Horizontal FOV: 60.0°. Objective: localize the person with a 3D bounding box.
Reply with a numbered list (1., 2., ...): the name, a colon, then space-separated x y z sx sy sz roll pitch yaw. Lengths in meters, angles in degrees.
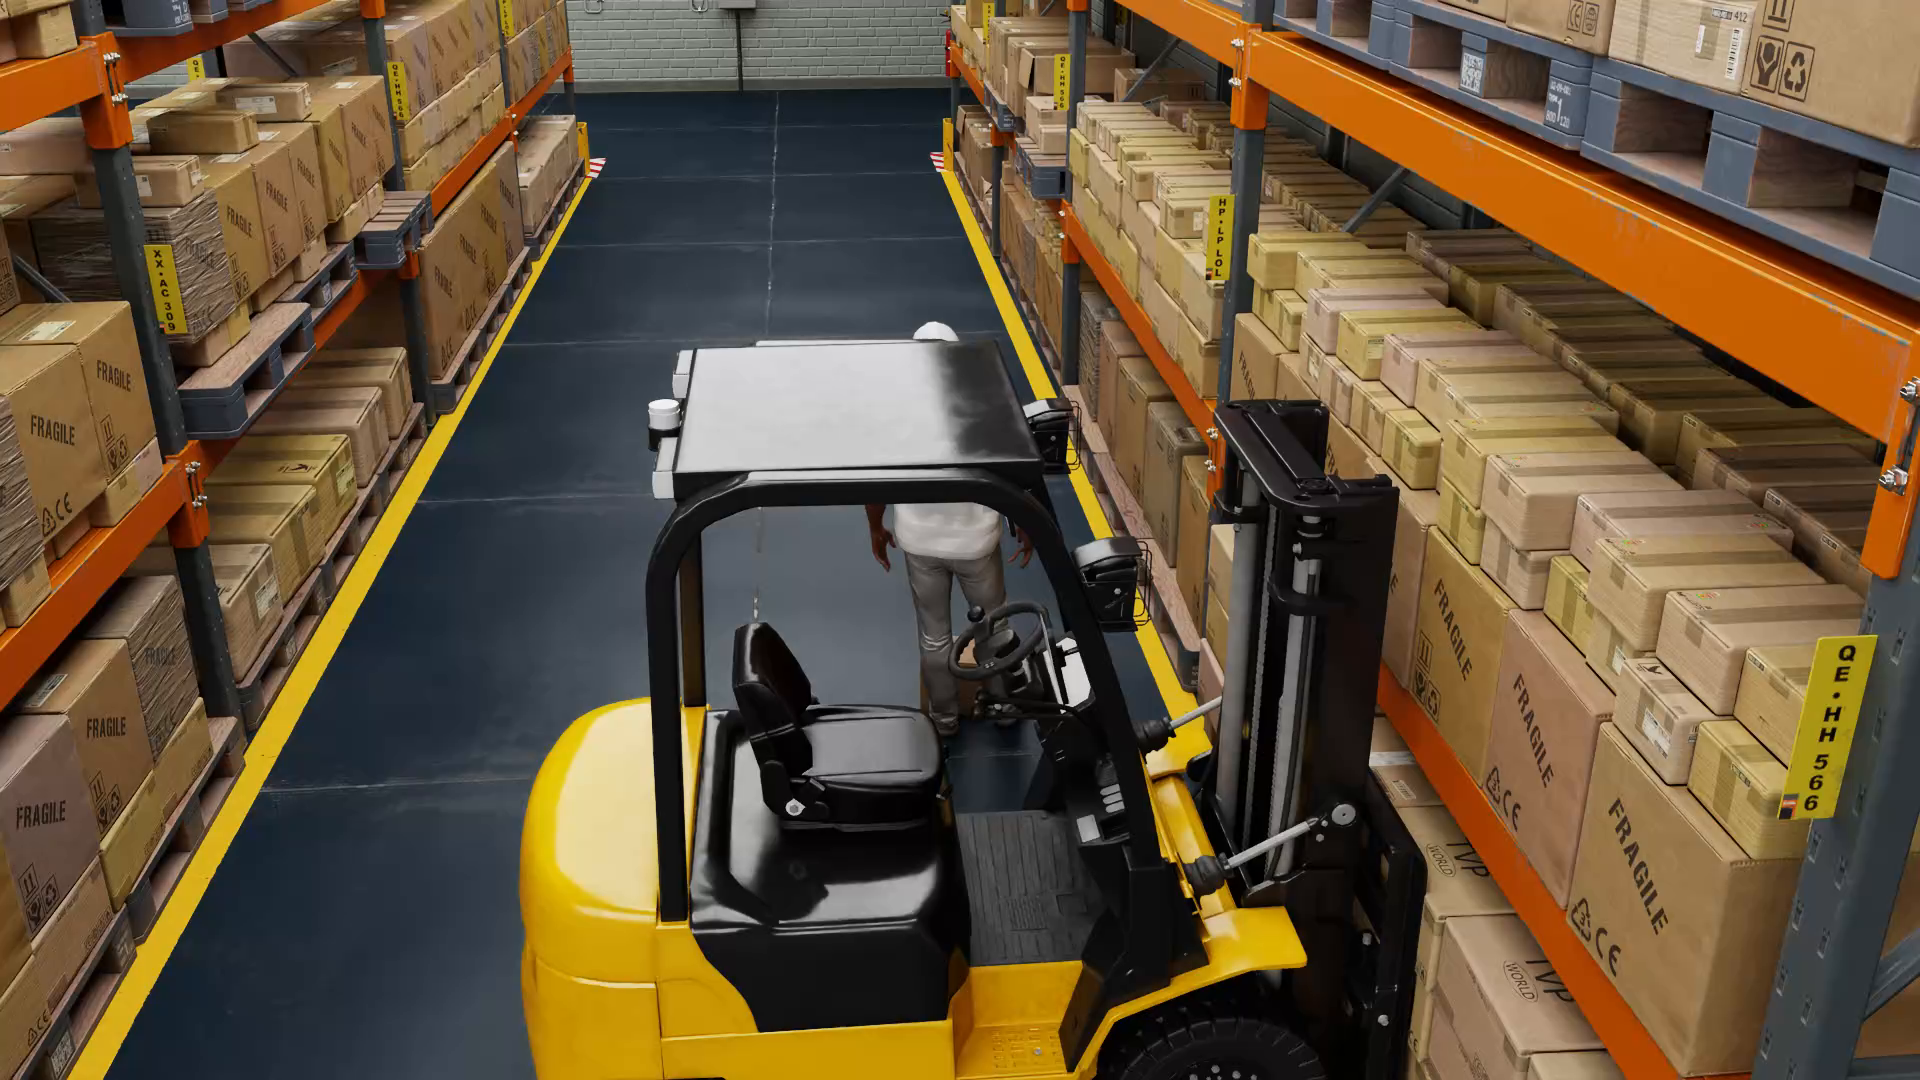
1. person: -0.029 -0.043 6.644 0.665 1.767 0.576 3 24 7
